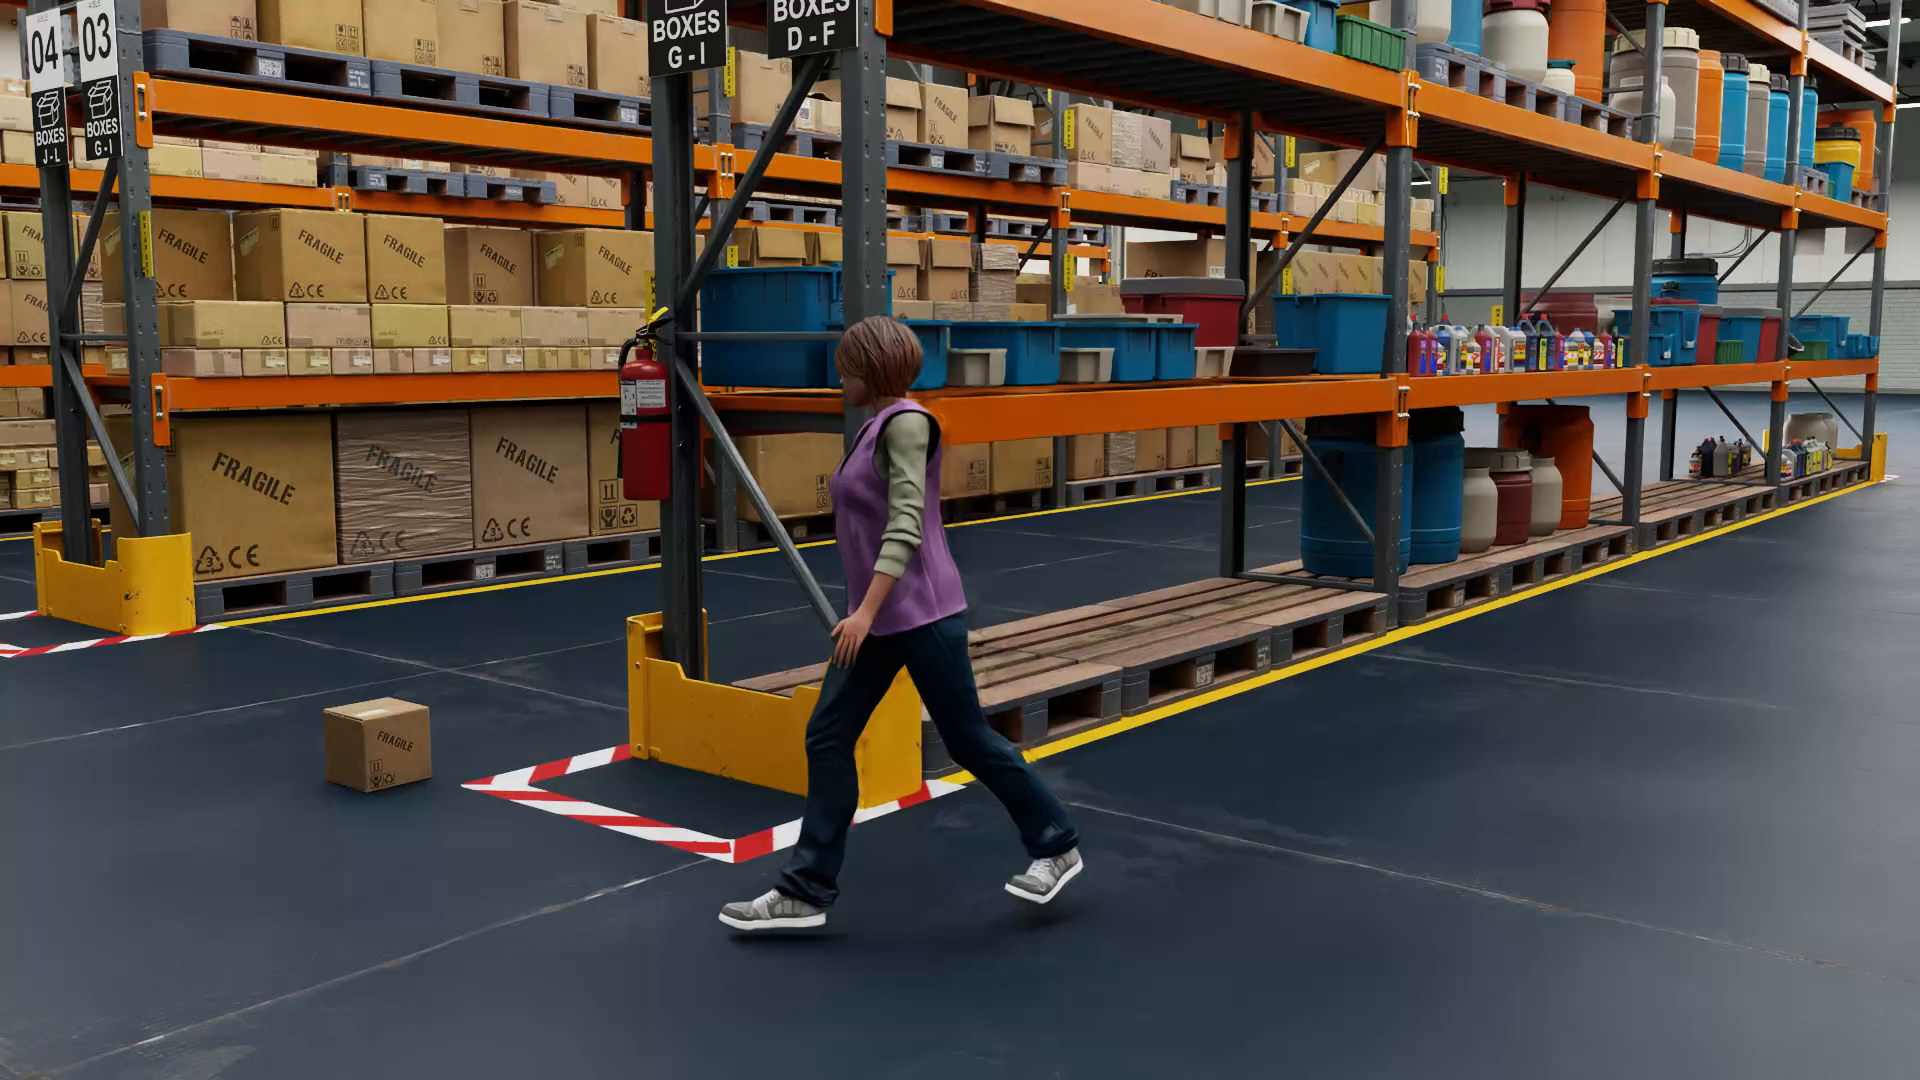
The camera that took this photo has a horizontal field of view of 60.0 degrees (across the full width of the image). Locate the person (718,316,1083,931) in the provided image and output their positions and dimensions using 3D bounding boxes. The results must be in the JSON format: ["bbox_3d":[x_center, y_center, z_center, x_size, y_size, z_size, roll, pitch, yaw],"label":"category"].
[{"bbox_3d":[-0.150,0.210,4.224,0.942,1.527,0.486,-3,8,-23],"label":"person"}]
